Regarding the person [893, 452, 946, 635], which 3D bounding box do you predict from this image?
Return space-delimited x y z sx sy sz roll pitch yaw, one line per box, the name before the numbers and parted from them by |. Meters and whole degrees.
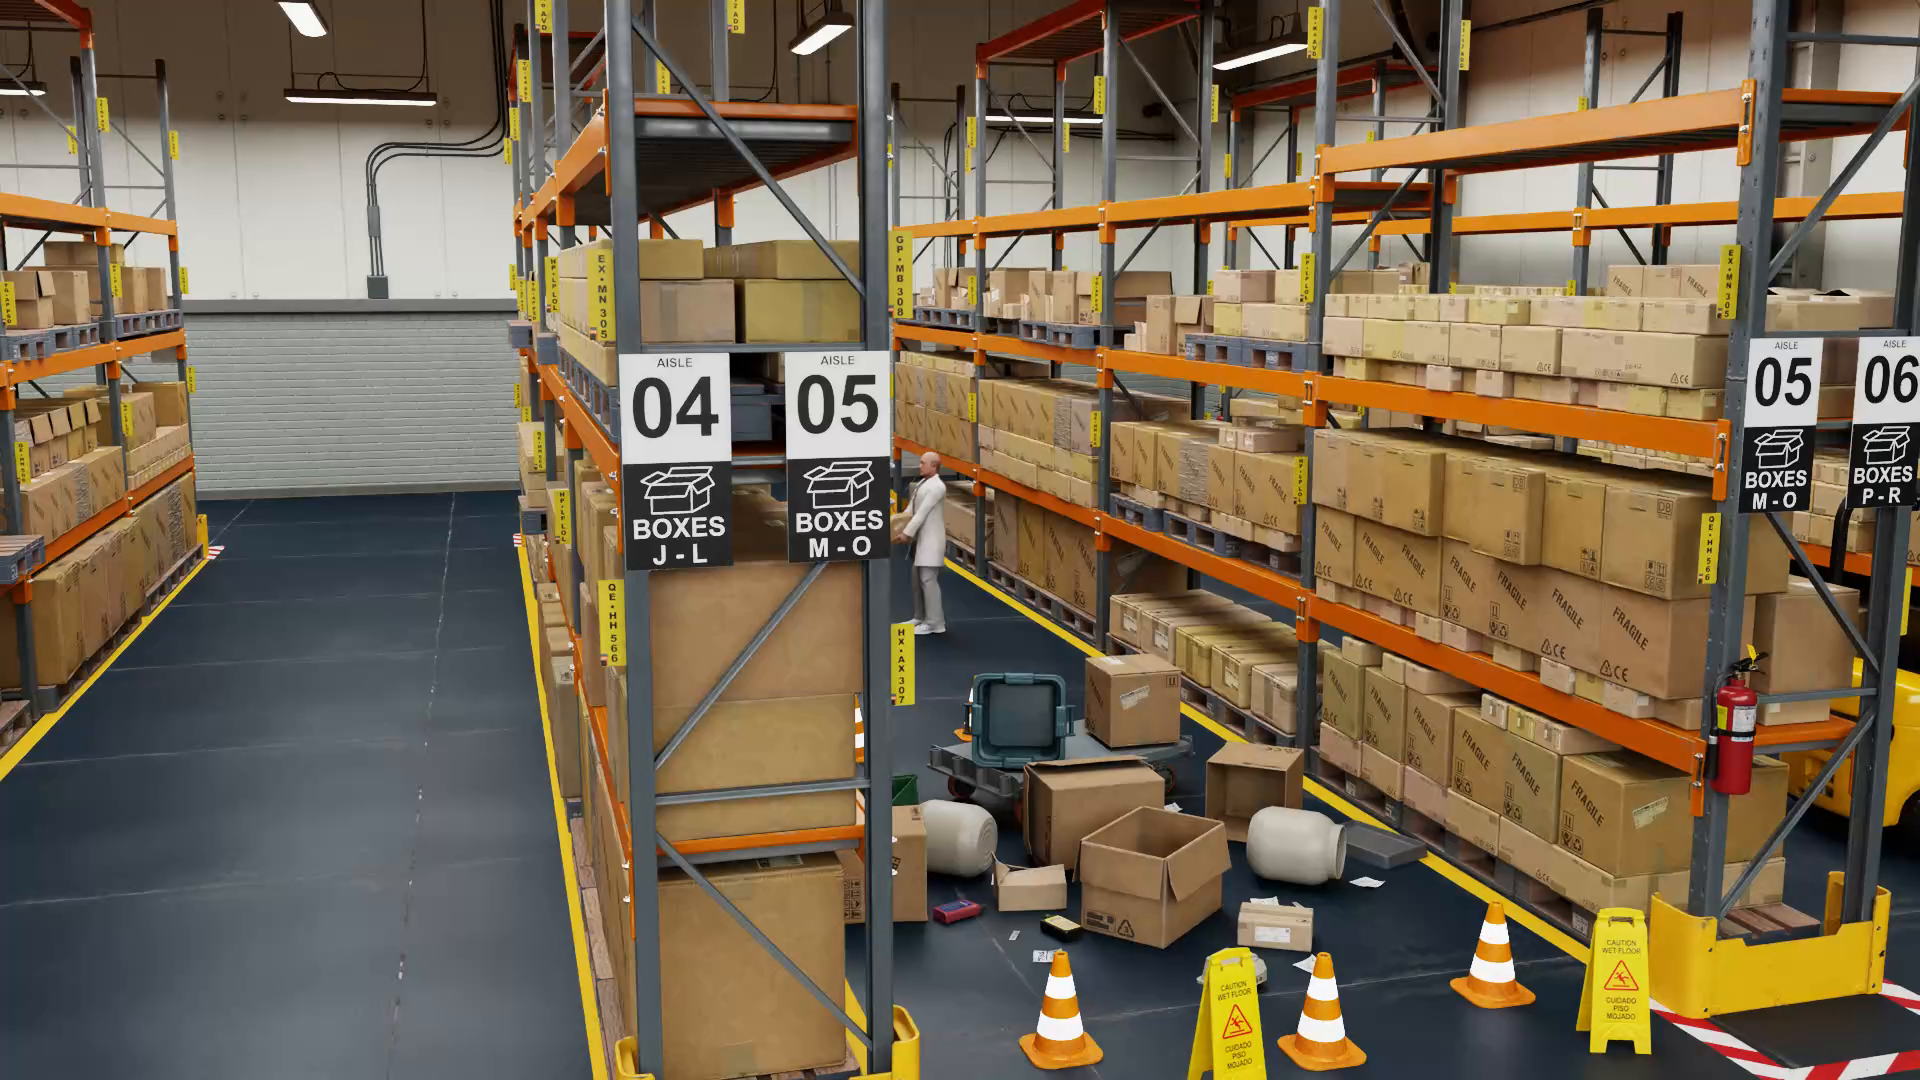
person | -0.416 0.025 16.268 0.556 1.780 0.522 -3 9 -17
